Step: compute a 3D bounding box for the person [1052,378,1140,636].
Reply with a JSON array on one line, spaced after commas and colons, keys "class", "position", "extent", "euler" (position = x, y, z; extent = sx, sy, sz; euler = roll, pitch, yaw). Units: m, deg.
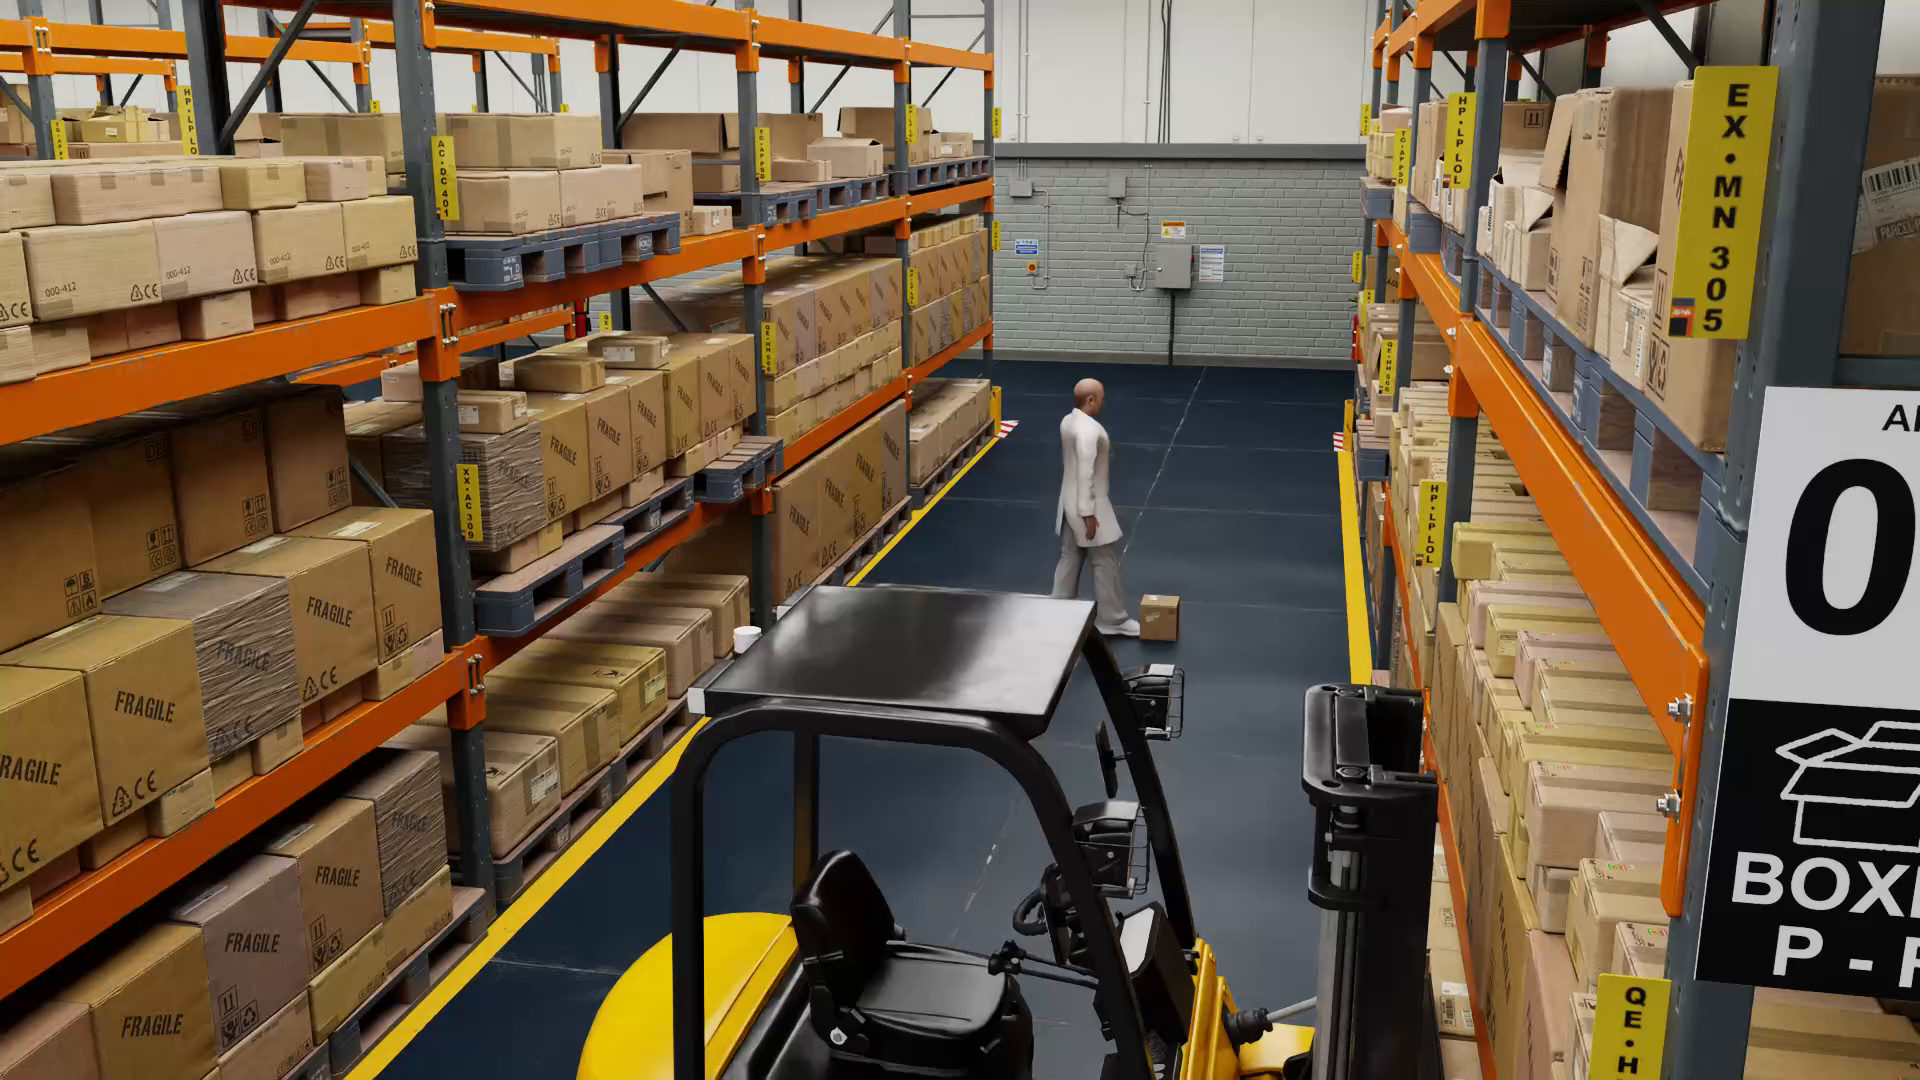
[{"class": "person", "position": [0.943, -0.171, 11.393], "extent": [0.702, 1.657, 0.624], "euler": [-4, 15, -15]}]
